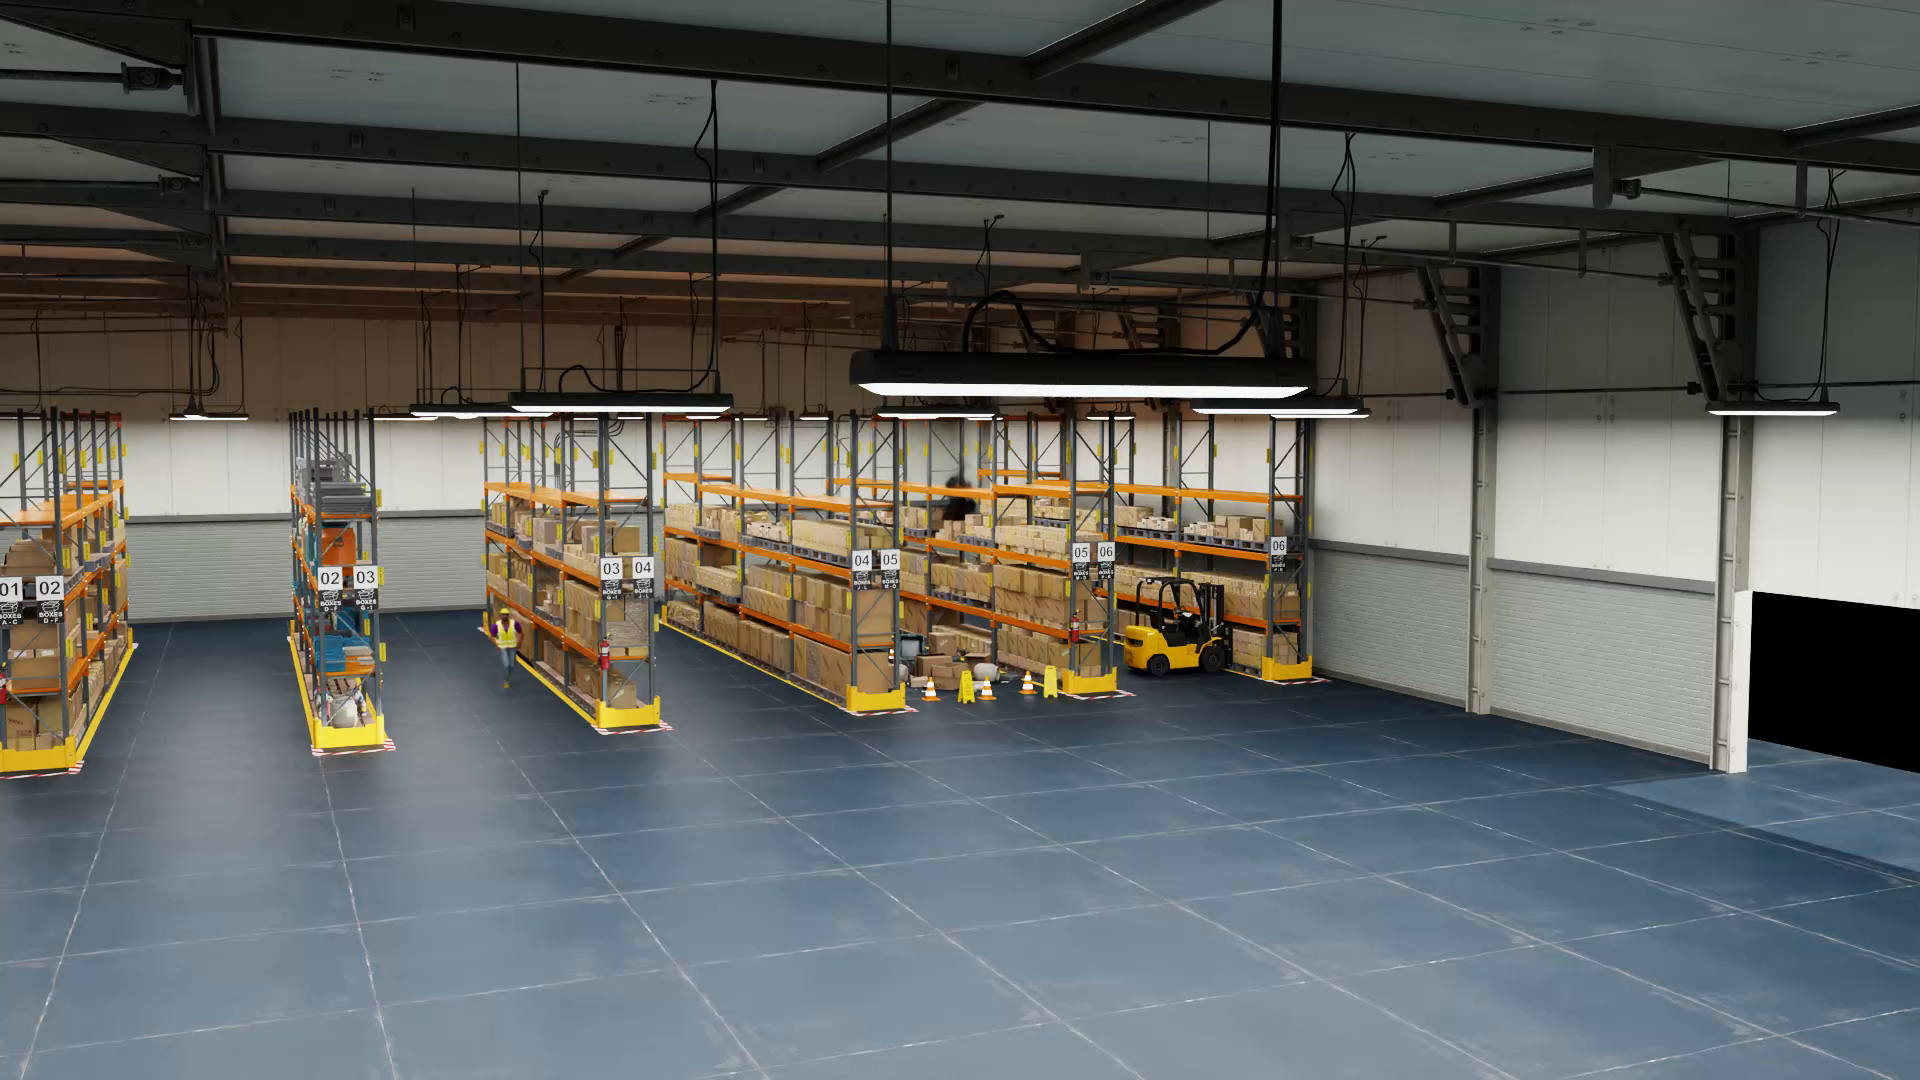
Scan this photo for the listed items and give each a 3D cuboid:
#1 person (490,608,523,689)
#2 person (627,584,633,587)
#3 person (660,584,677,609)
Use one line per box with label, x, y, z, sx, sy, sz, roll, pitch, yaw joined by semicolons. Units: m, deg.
person;-9.835;2.337;36.090;0.704;1.747;0.656;-1;4;-20
person;-9.506;1.673;47.192;0.597;1.551;0.691;-1;4;-7
person;-8.585;1.410;49.238;0.594;1.715;0.715;0;4;1
